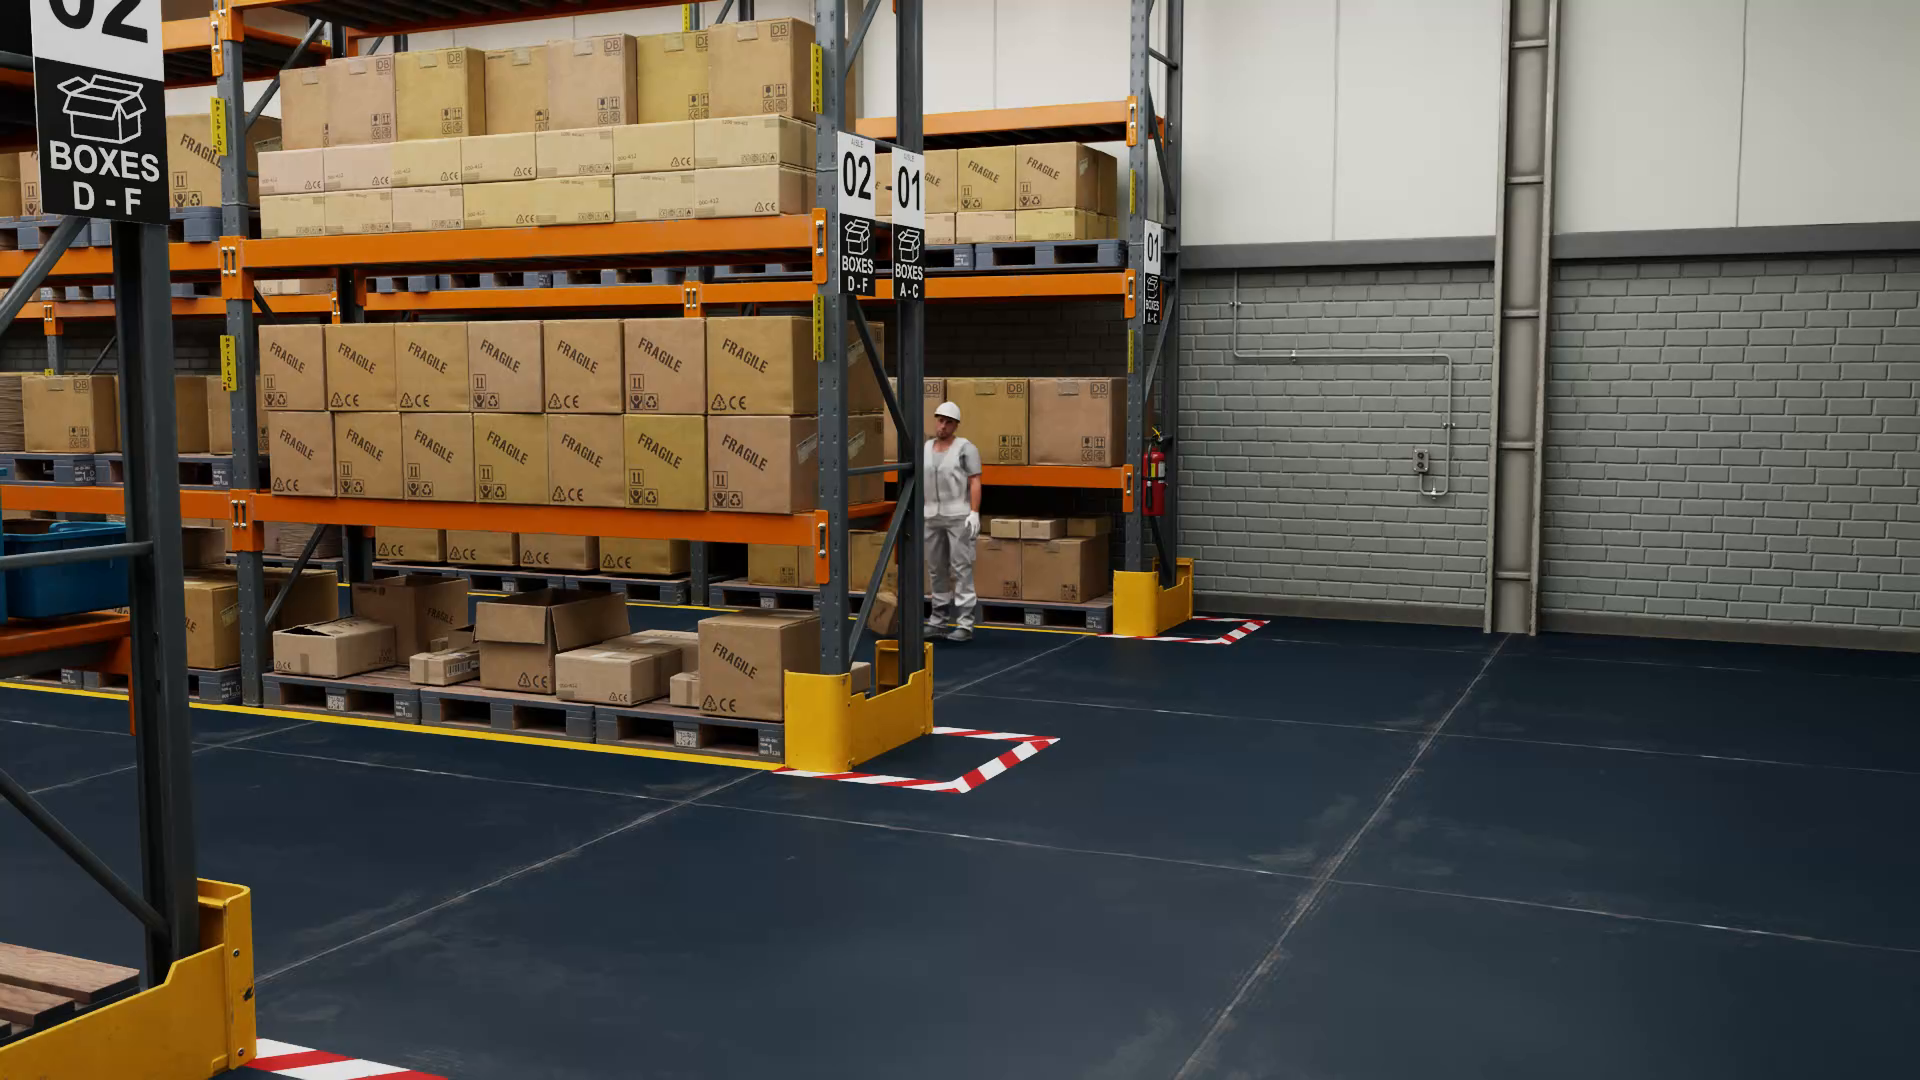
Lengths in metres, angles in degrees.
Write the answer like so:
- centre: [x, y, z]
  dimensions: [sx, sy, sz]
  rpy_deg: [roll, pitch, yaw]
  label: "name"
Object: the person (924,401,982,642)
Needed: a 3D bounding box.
- centre: [-0.103, -0.136, 12.435]
  dimensions: [0.623, 1.794, 0.423]
  rpy_deg: [3, 6, 32]
  label: "person"
